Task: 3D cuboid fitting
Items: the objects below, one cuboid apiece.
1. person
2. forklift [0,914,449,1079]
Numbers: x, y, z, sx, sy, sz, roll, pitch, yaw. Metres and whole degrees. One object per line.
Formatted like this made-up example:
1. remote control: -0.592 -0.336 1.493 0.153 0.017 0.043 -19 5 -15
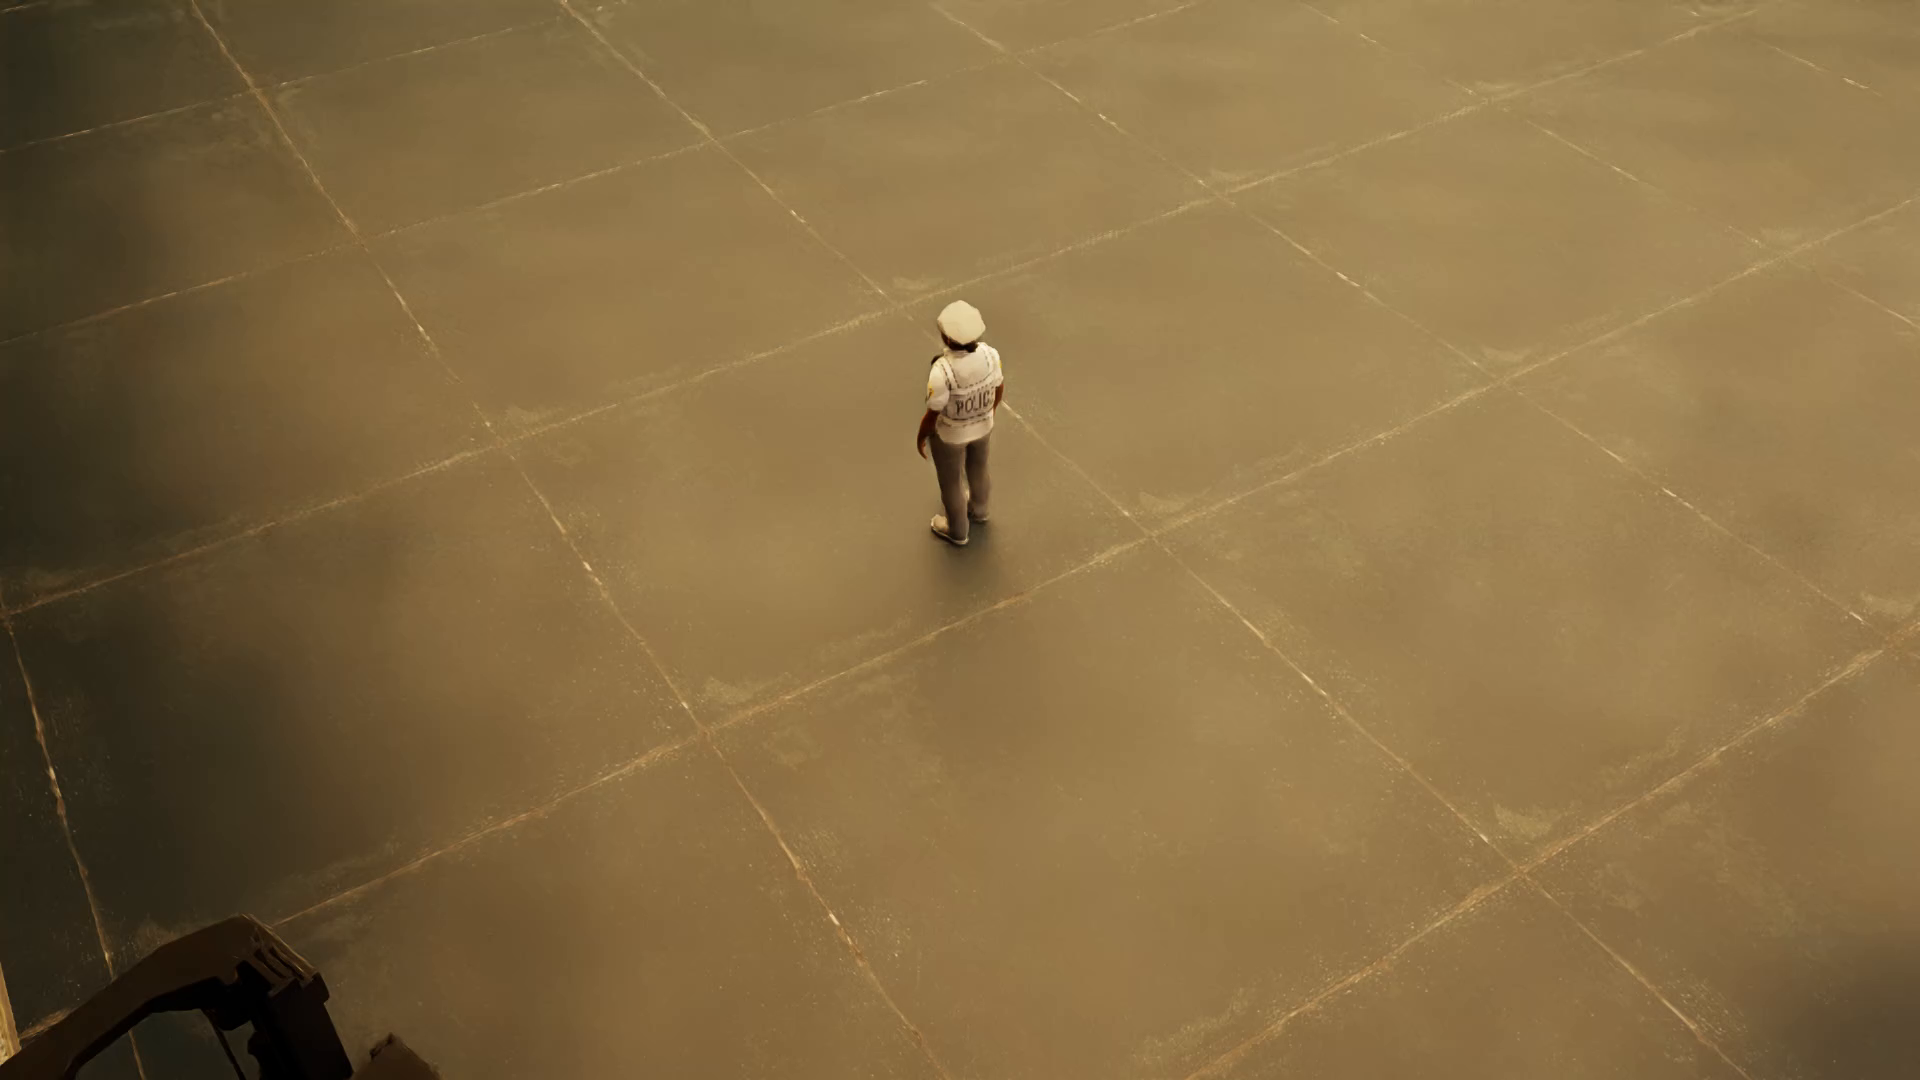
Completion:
1. person: -0.024 -0.693 9.591 0.570 1.695 0.529 -23 46 -24
2. forklift: -1.696 2.573 4.927 3.031 2.935 1.130 27 48 27
